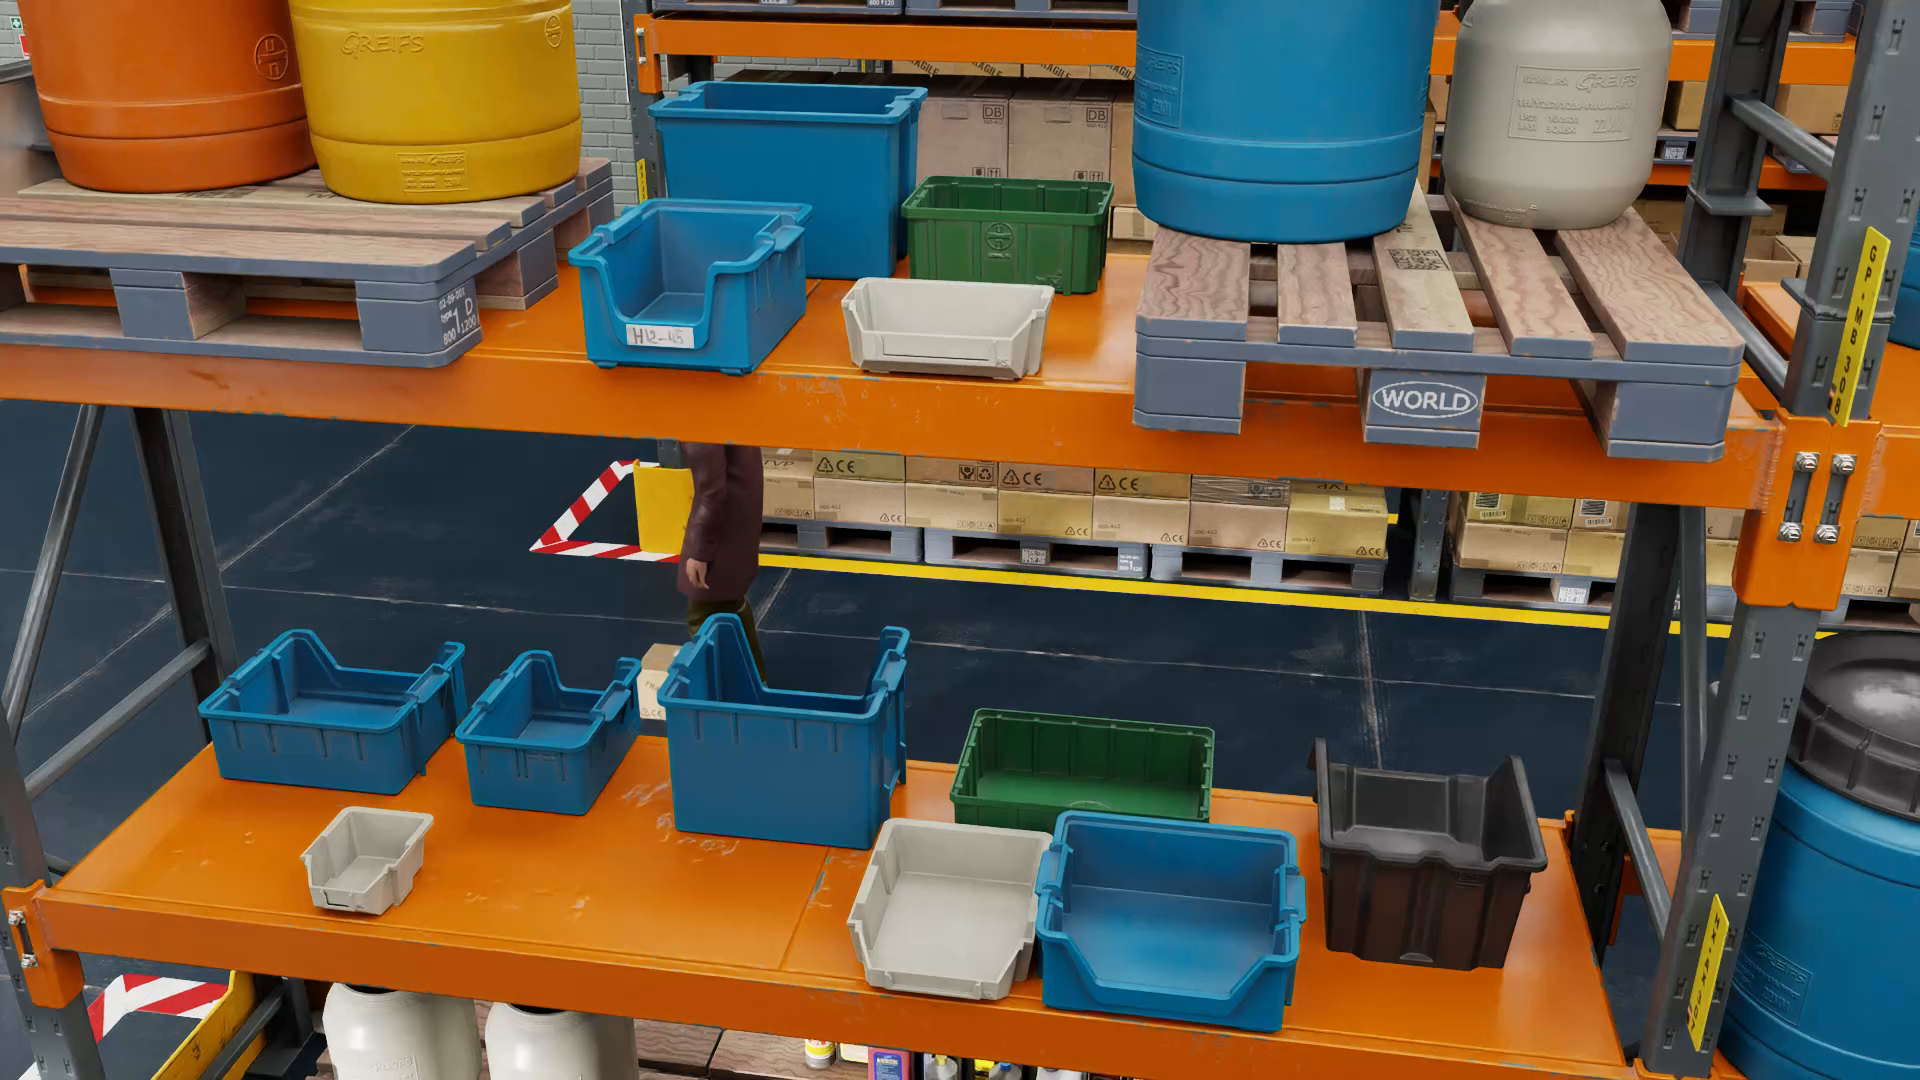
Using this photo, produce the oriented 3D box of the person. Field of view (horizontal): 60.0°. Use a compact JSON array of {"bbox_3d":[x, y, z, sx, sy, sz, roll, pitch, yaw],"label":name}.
[{"bbox_3d":[-1.057,-0.030,7.191,0.429,1.772,0.644,3,25,6],"label":"person"}]
